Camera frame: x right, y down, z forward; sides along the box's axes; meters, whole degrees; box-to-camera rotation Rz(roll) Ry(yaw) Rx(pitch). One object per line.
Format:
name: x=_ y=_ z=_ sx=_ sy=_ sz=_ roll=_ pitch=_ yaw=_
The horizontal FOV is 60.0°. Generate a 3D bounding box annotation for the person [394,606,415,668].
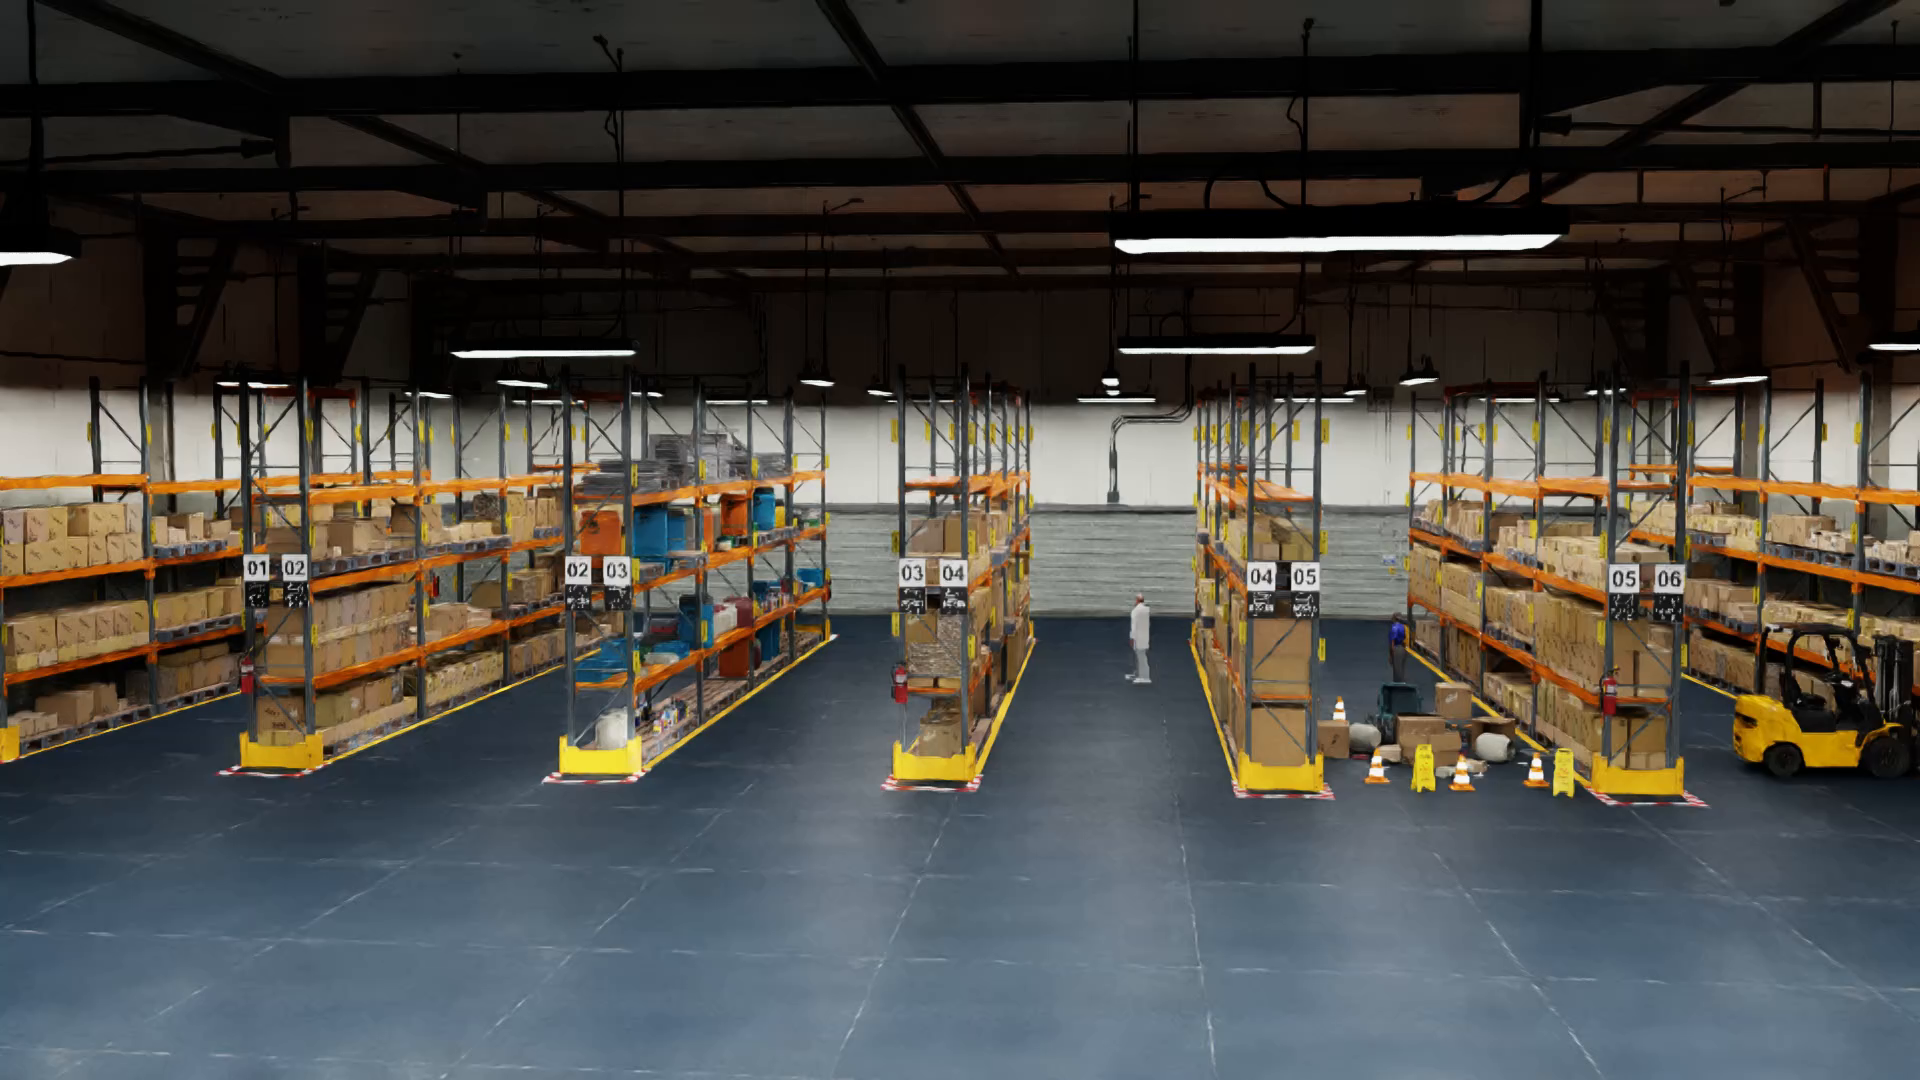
person: x=-11.401 y=1.959 z=34.019 sx=0.729 sy=1.733 sz=0.546 roll=0 pitch=4 yaw=4

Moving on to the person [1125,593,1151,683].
person: x=3.577 y=1.951 z=33.424 sx=0.641 sy=1.773 sz=0.691 roll=2 pitch=4 yaw=28

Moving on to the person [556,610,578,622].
person: x=-10.296 y=1.333 z=43.764 sx=0.467 sy=1.727 sz=0.727 roll=3 pitch=5 yaw=36

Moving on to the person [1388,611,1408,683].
person: x=8.213 y=2.153 z=31.322 sx=0.552 sy=1.651 sz=0.565 roll=2 pitch=4 yaw=32
